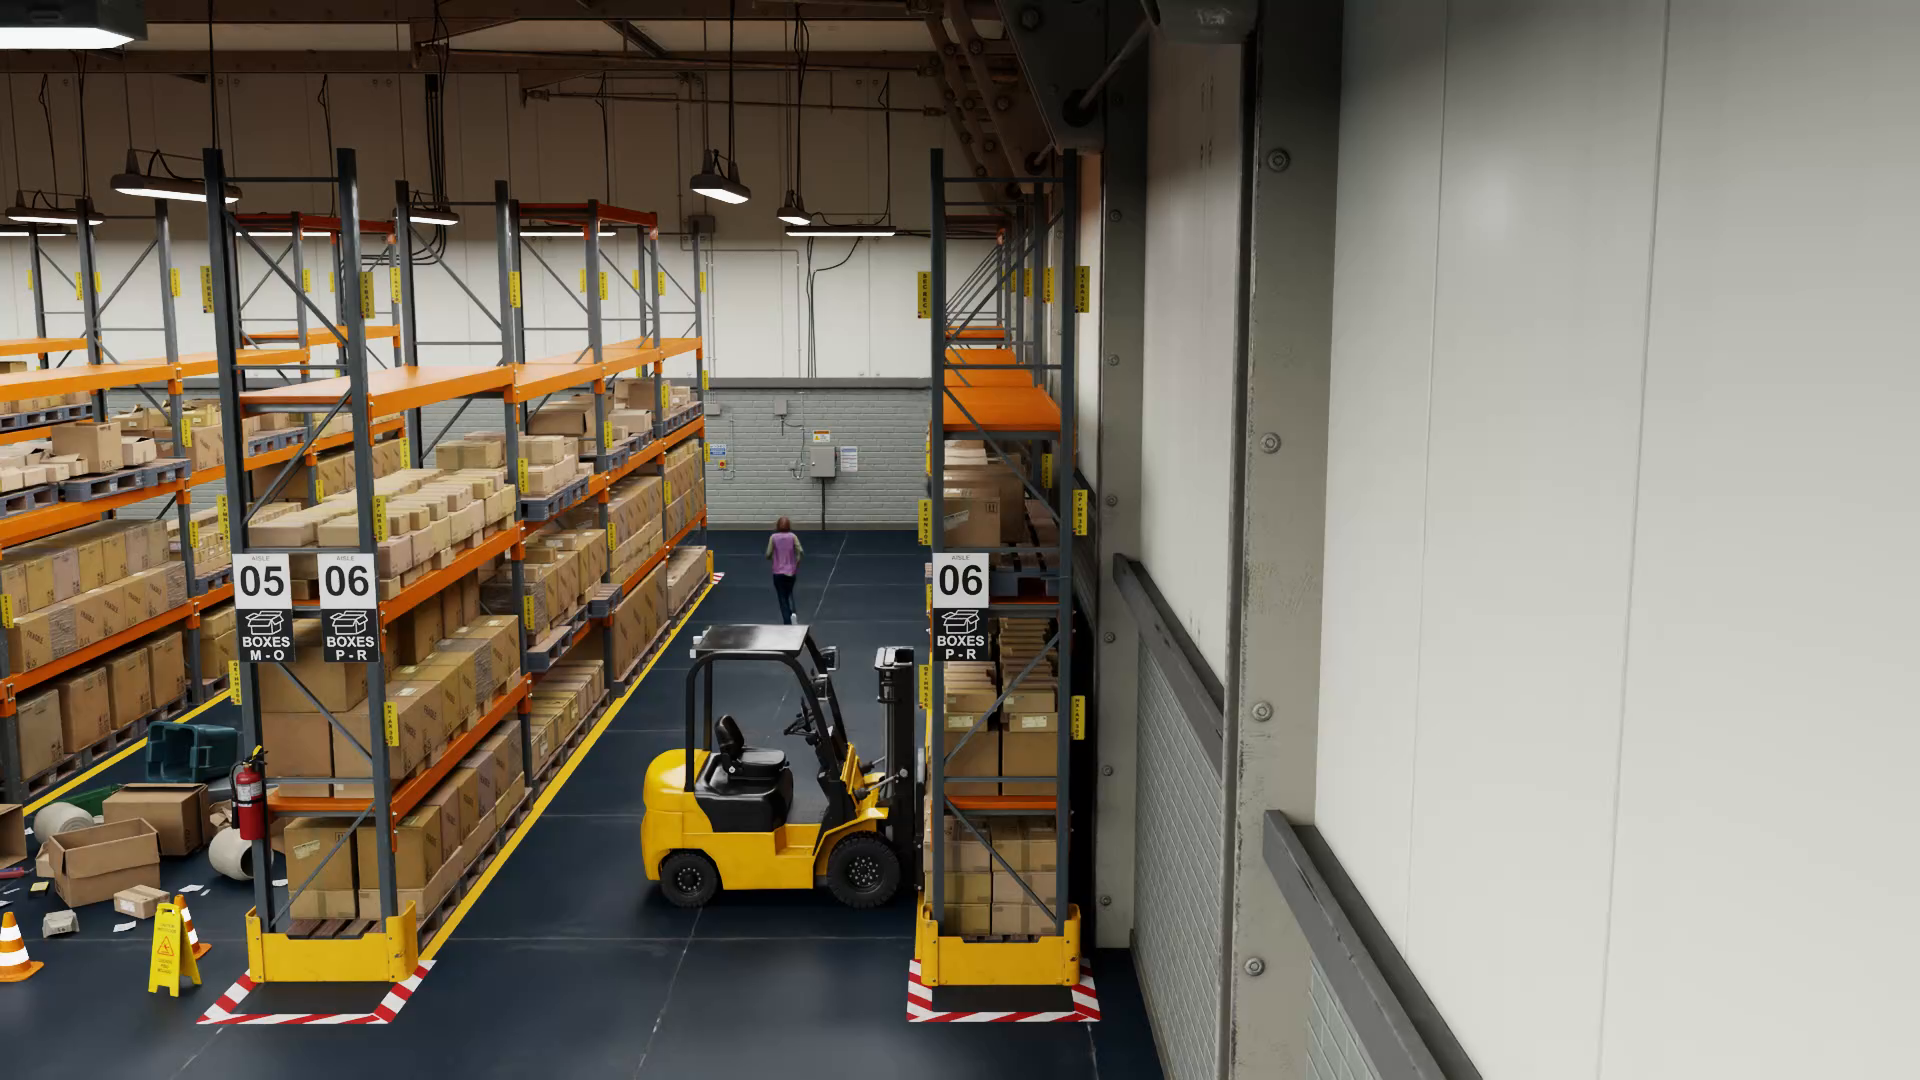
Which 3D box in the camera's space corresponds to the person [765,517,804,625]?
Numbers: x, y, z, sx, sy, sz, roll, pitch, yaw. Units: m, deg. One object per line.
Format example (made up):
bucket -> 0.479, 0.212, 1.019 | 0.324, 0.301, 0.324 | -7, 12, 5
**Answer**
person -> -2.413, 0.459, 22.848 | 0.520, 1.584, 0.542 | -2, 9, -11
